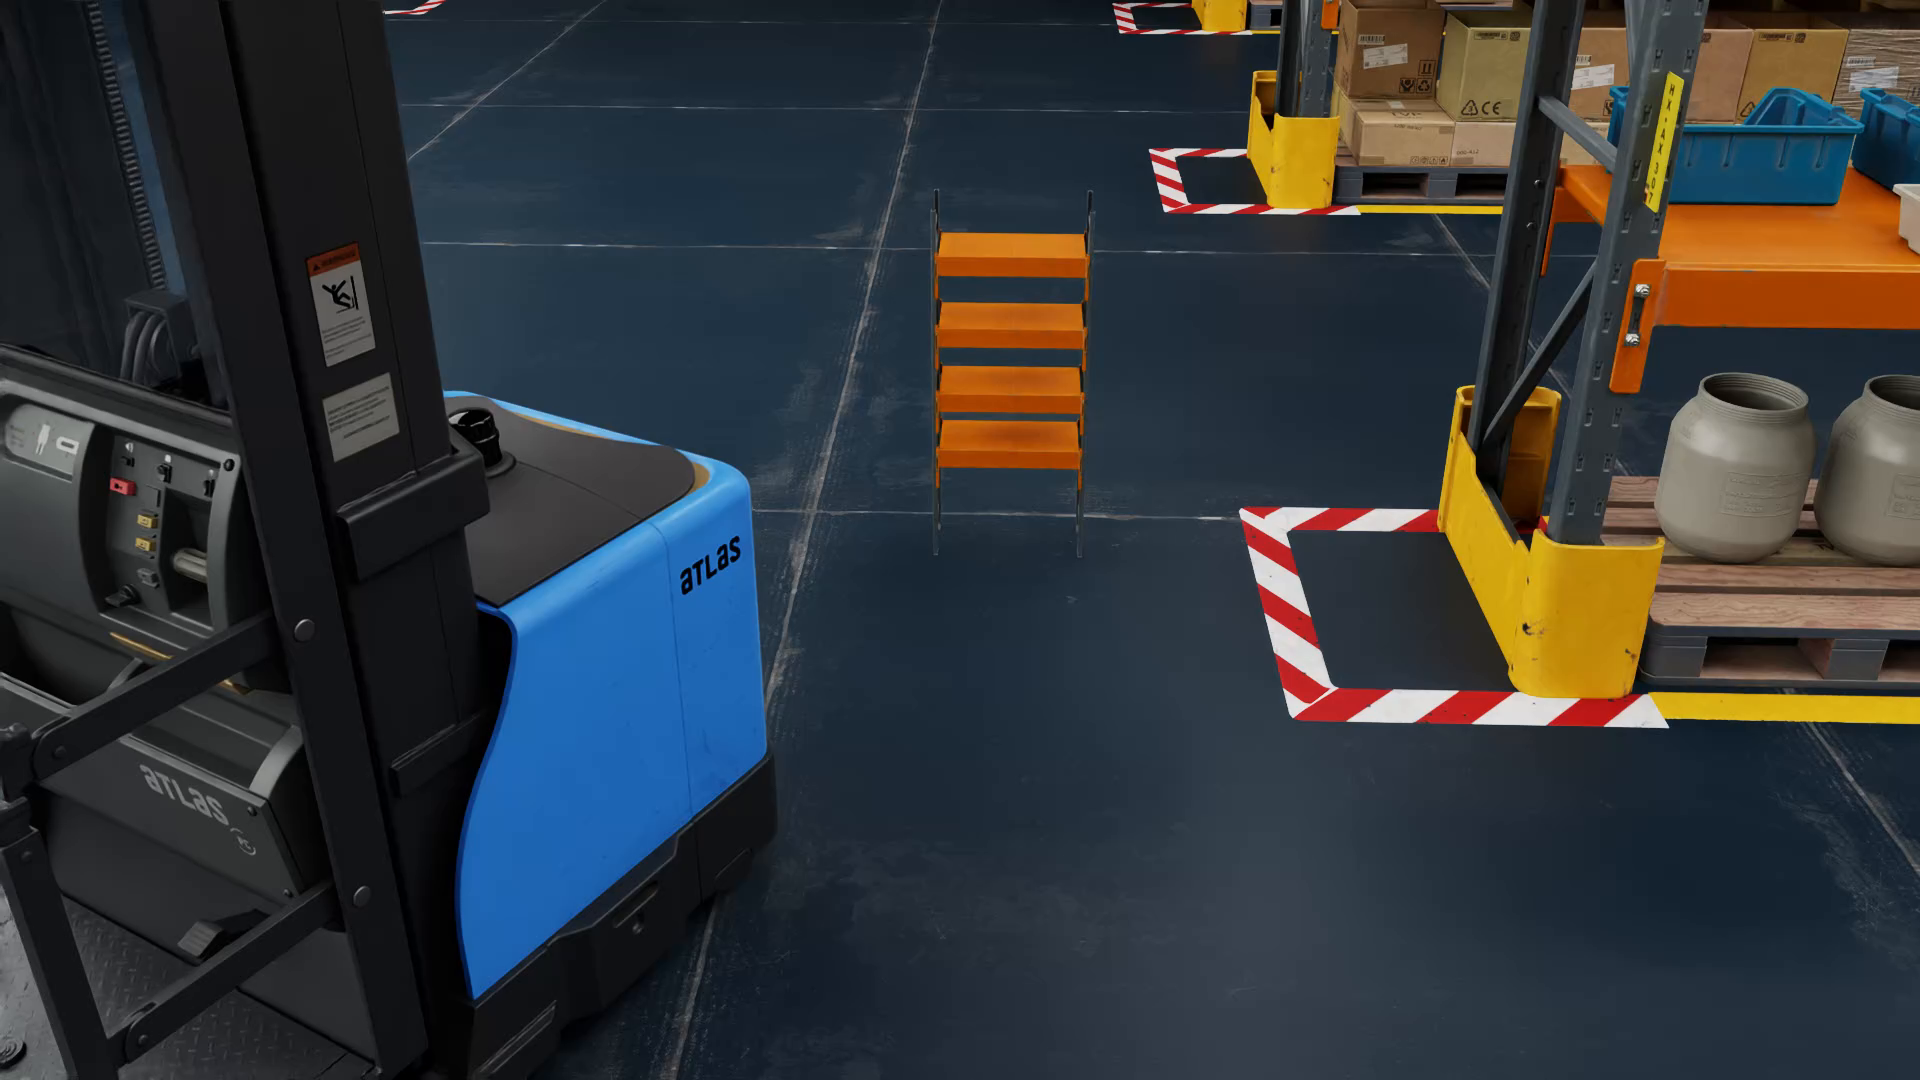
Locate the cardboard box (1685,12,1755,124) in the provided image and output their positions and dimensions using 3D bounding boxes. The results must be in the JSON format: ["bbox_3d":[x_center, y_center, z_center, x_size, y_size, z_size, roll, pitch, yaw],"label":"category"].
[{"bbox_3d":[3.962,-2.596,9.131,0.500,0.500,0.500,1,28,2],"label":"cardboard box"}]

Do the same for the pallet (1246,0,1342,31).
[{"bbox_3d":[2.993,-4.488,13.991,1.213,0.211,1.003,1,28,2],"label":"pallet"}]

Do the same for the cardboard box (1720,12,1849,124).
[{"bbox_3d":[4.462,-2.594,9.128,0.500,0.500,0.500,1,28,2],"label":"cardboard box"}]

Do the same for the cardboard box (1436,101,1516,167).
[{"bbox_3d":[2.963,-2.284,9.343,0.500,0.250,0.500,1,28,2],"label":"cardboard box"}]

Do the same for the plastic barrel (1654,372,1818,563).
[{"bbox_3d":[2.417,-0.226,5.181,0.421,0.512,0.421,0,28,0],"label":"plastic barrel"}]

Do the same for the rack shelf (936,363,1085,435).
[{"bbox_3d":[0.165,-0.468,5.495,0.480,0.148,0.258,1,28,2],"label":"rack shelf"}]

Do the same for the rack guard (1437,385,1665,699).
[{"bbox_3d":[1.834,-0.031,5.274,0.348,0.500,1.175,1,28,2],"label":"rack guard"}]

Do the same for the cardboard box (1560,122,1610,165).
[{"bbox_3d":[3.463,-2.275,9.327,0.500,0.250,0.500,1,28,2],"label":"cardboard box"}]

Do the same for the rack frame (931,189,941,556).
[{"bbox_3d":[-0.078,-0.531,5.471,0.015,1.200,0.240,1,28,2],"label":"rack frame"}]

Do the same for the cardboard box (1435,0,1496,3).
[{"bbox_3d":[4.095,-4.743,13.694,0.500,0.500,0.700,-1,28,-1],"label":"cardboard box"}]

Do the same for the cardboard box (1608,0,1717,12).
[{"bbox_3d":[3.981,-2.847,9.604,0.500,0.500,0.500,1,28,2],"label":"cardboard box"}]

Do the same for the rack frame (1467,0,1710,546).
[{"bbox_3d":[1.756,-1.114,4.649,0.127,3.000,1.000,1,28,2],"label":"rack frame"}]

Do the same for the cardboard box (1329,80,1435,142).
[{"bbox_3d":[2.481,-2.533,9.813,0.500,0.250,0.500,1,28,2],"label":"cardboard box"}]

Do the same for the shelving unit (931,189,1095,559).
[{"bbox_3d":[0.165,-0.527,5.464,0.503,1.200,0.258,1,28,2],"label":"shelving unit"}]

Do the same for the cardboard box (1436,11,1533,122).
[{"bbox_3d":[2.963,-2.614,9.166,0.500,0.500,0.500,1,28,2],"label":"cardboard box"}]

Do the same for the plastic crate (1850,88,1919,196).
[{"bbox_3d":[2.916,-1.167,4.908,0.408,0.251,0.499,1,28,2],"label":"plastic crate"}]

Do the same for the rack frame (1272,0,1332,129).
[{"bbox_3d":[1.935,-3.433,9.023,0.127,3.000,1.000,1,28,2],"label":"rack frame"}]

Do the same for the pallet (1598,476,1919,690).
[{"bbox_3d":[2.646,0.113,5.312,1.213,0.211,1.003,1,28,2],"label":"pallet"}]

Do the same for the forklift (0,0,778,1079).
[{"bbox_3d":[-1.647,-0.034,2.686,1.130,2.935,3.031,16,32,27],"label":"forklift"}]

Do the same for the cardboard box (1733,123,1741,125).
[{"bbox_3d":[4.462,-2.257,9.292,0.500,0.250,0.500,1,28,2],"label":"cardboard box"}]

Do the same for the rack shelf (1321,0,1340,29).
[{"bbox_3d":[3.934,-3.082,9.129,4.000,0.370,1.077,1,28,2],"label":"rack shelf"}]

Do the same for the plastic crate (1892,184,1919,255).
[{"bbox_3d":[2.639,-0.832,4.399,0.250,0.136,0.298,1,28,2],"label":"plastic crate"}]

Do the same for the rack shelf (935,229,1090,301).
[{"bbox_3d":[0.165,-0.875,5.280,0.480,0.148,0.258,1,28,2],"label":"rack shelf"}]

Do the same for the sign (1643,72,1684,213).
[{"bbox_3d":[1.733,-0.979,4.099,0.005,0.325,0.100,1,28,2],"label":"sign"}]

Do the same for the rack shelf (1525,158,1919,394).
[{"bbox_3d":[3.755,-0.763,4.756,4.000,0.370,1.077,1,28,2],"label":"rack shelf"}]

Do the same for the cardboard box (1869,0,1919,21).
[{"bbox_3d":[5.480,-2.823,9.559,0.500,0.500,0.500,1,28,2],"label":"cardboard box"}]

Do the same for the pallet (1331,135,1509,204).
[{"bbox_3d":[2.701,-2.208,9.689,1.213,0.211,1.003,1,28,2],"label":"pallet"}]

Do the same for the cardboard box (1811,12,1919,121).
[{"bbox_3d":[4.962,-2.588,9.116,0.500,0.500,0.500,1,28,2],"label":"cardboard box"}]

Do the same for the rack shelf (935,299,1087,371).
[{"bbox_3d":[0.165,-0.666,5.391,0.480,0.148,0.258,1,28,2],"label":"rack shelf"}]

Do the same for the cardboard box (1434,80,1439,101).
[{"bbox_3d":[2.981,-2.530,9.808,0.500,0.250,0.500,1,28,2],"label":"cardboard box"}]

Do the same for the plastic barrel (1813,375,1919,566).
[{"bbox_3d":[2.918,-0.217,5.165,0.421,0.512,0.421,0,28,0],"label":"plastic barrel"}]

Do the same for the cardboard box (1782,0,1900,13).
[{"bbox_3d":[4.980,-2.827,9.568,0.500,0.500,0.500,1,28,2],"label":"cardboard box"}]

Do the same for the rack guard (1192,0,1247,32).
[{"bbox_3d":[2.182,-4.646,13.980,0.348,0.500,1.175,1,28,2],"label":"rack guard"}]

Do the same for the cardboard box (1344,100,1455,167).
[{"bbox_3d":[2.463,-2.290,9.356,0.500,0.250,0.500,1,28,2],"label":"cardboard box"}]

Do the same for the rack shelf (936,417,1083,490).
[{"bbox_3d":[0.165,-0.293,5.588,0.480,0.148,0.258,1,28,2],"label":"rack shelf"}]

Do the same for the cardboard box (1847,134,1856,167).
[{"bbox_3d":[4.962,-2.256,9.290,0.500,0.250,0.500,1,28,2],"label":"cardboard box"}]

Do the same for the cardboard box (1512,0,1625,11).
[{"bbox_3d":[3.481,-2.856,9.621,0.500,0.500,0.500,1,28,2],"label":"cardboard box"}]

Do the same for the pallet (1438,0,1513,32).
[{"bbox_3d":[4.209,-4.467,13.951,1.213,0.211,1.003,1,28,2],"label":"pallet"}]

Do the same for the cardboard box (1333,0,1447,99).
[{"bbox_3d":[2.481,-2.865,9.639,0.500,0.500,0.500,1,28,2],"label":"cardboard box"}]

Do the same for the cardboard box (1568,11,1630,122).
[{"bbox_3d":[3.463,-2.612,9.162,0.500,0.500,0.500,1,28,2],"label":"cardboard box"}]

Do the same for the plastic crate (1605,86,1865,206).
[{"bbox_3d":[2.267,-1.180,4.933,0.616,0.251,0.499,1,28,2],"label":"plastic crate"}]

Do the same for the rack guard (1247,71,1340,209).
[{"bbox_3d":[1.911,-2.329,9.609,0.348,0.500,1.175,1,28,2],"label":"rack guard"}]

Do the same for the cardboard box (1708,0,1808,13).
[{"bbox_3d":[4.481,-2.839,9.590,0.500,0.500,0.500,1,28,2],"label":"cardboard box"}]

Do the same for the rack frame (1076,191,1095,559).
[{"bbox_3d":[0.409,-0.523,5.456,0.015,1.200,0.240,1,28,2],"label":"rack frame"}]
